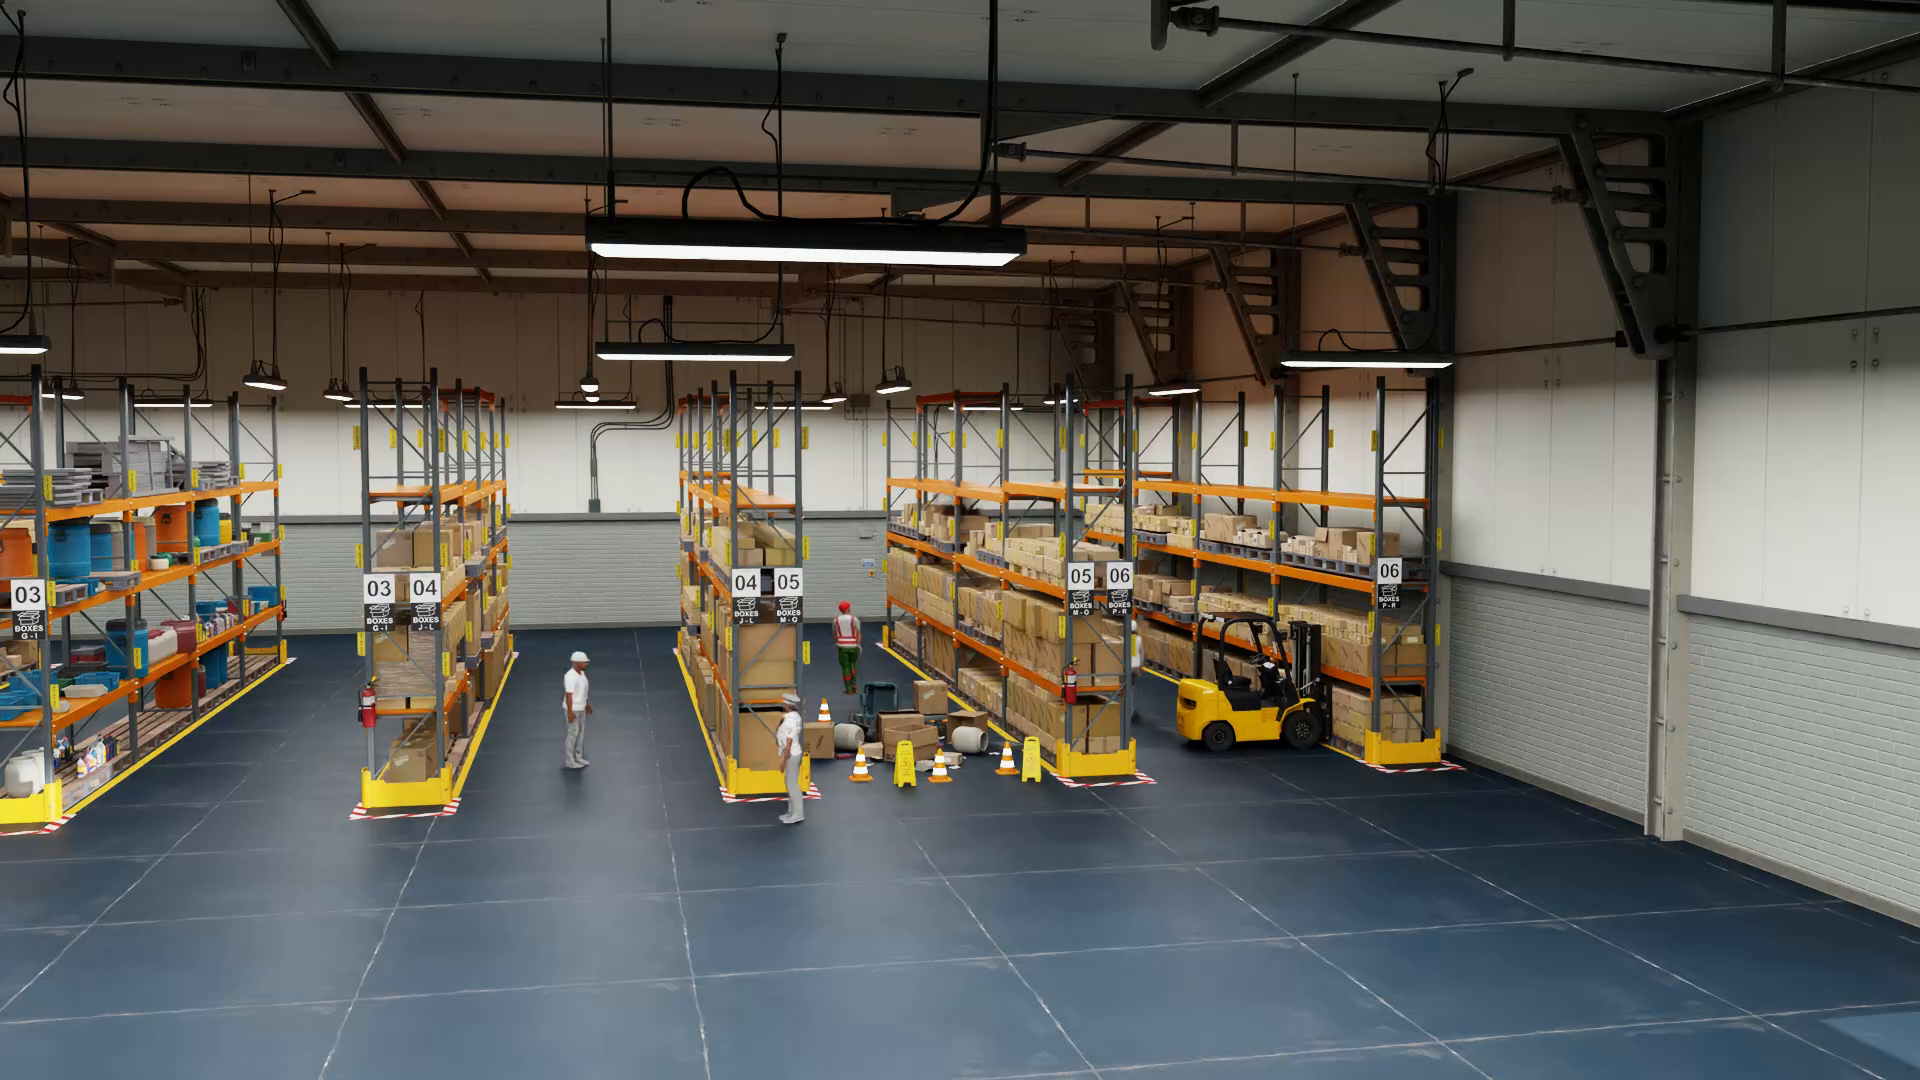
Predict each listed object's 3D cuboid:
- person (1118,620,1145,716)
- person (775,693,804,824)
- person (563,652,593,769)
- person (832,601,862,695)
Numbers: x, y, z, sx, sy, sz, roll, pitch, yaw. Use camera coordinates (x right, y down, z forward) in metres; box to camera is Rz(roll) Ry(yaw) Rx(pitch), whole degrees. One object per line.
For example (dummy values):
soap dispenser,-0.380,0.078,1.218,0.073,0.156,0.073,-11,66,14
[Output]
person,3.054,2.318,30.212,0.577,1.794,0.689,-1,4,-16
person,-2.236,2.863,21.849,0.371,1.703,0.502,0,3,-4
person,-5.875,2.596,25.524,0.418,1.779,0.600,0,3,6
person,-2.161,2.041,31.442,0.519,1.814,0.617,-1,4,-20
